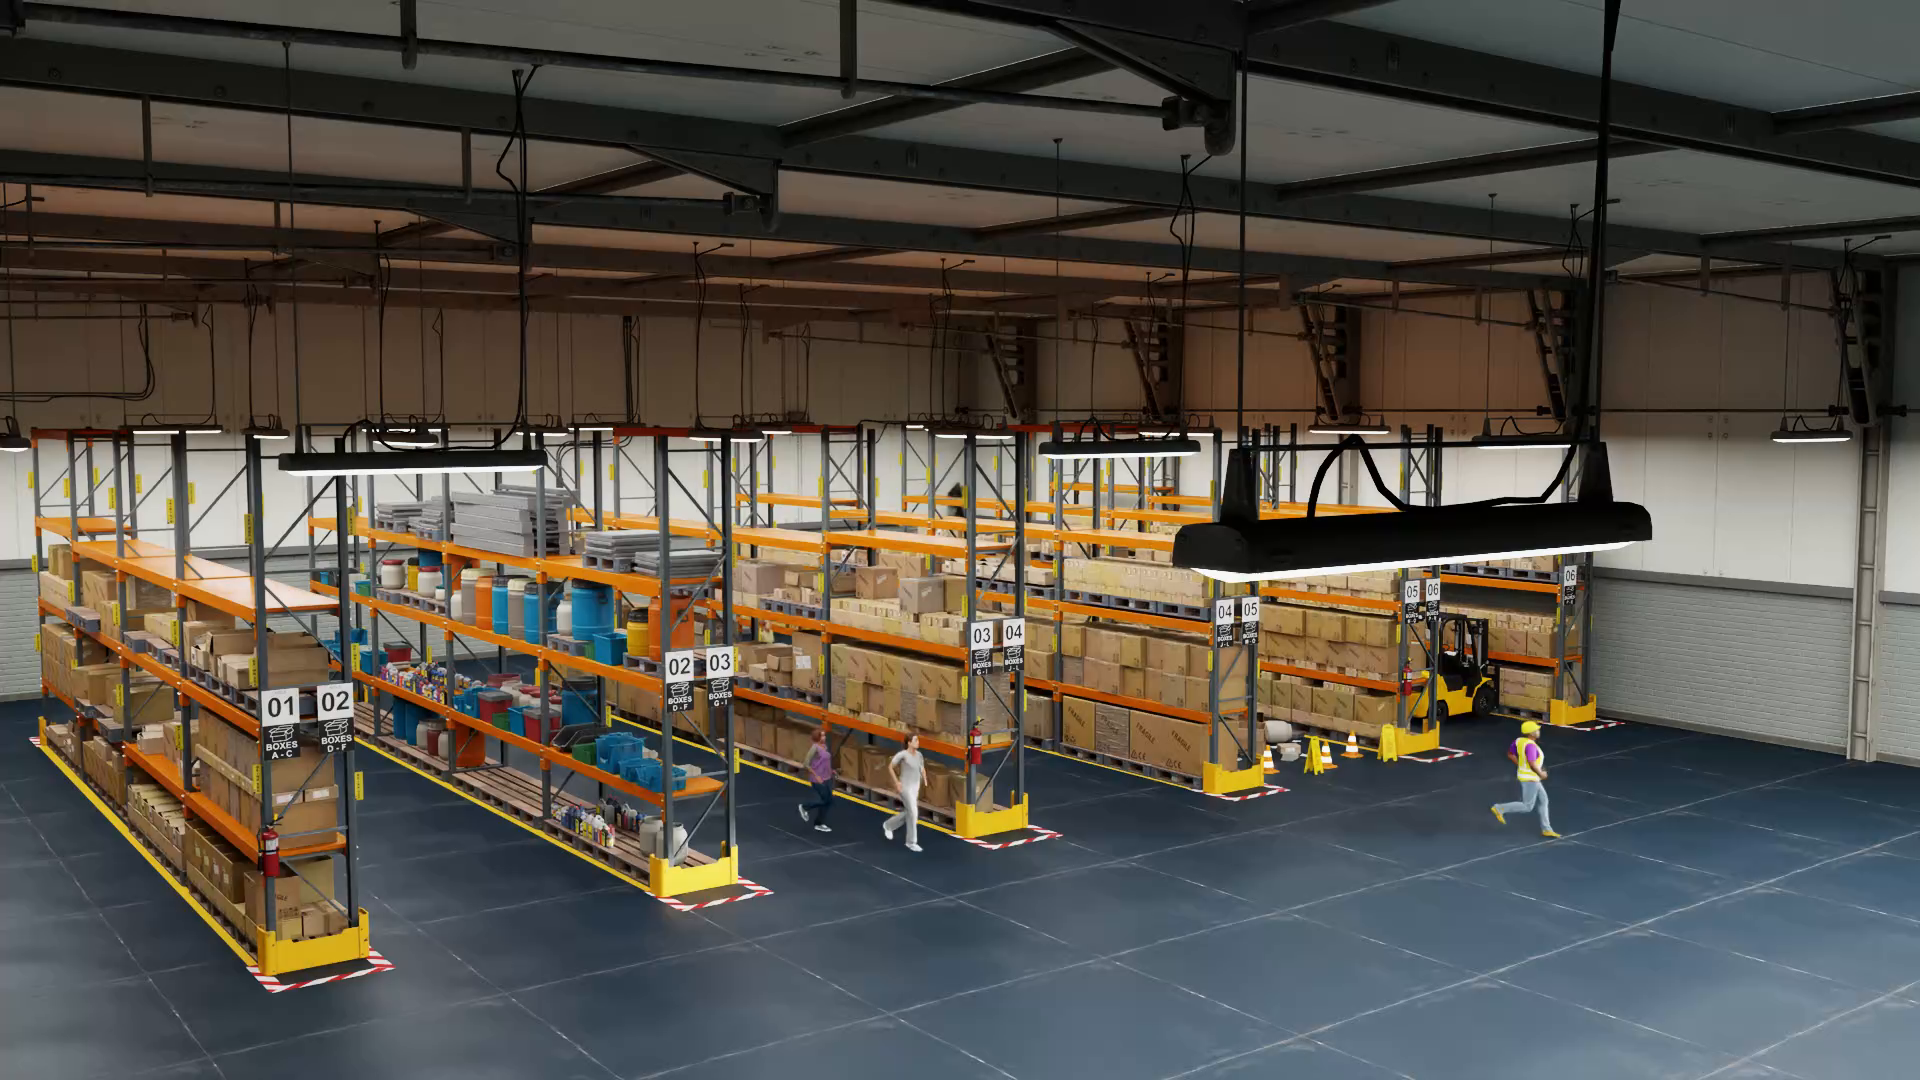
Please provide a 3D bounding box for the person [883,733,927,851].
[{"bbox_3d":[-0.762,3.625,24.161,0.782,1.672,0.589,4,6,40],"label":"person"}]

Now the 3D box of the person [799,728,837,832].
[{"bbox_3d":[-2.137,3.603,24.989,0.548,1.552,0.538,2,5,23],"label":"person"}]

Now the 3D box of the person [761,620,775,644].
[{"bbox_3d":[-4.323,2.596,36.886,0.529,1.696,0.887,-3,6,-36],"label":"person"}]

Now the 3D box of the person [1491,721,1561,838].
[{"bbox_3d":[8.395,3.553,24.601,1.054,1.753,0.668,1,5,7],"label":"person"}]
